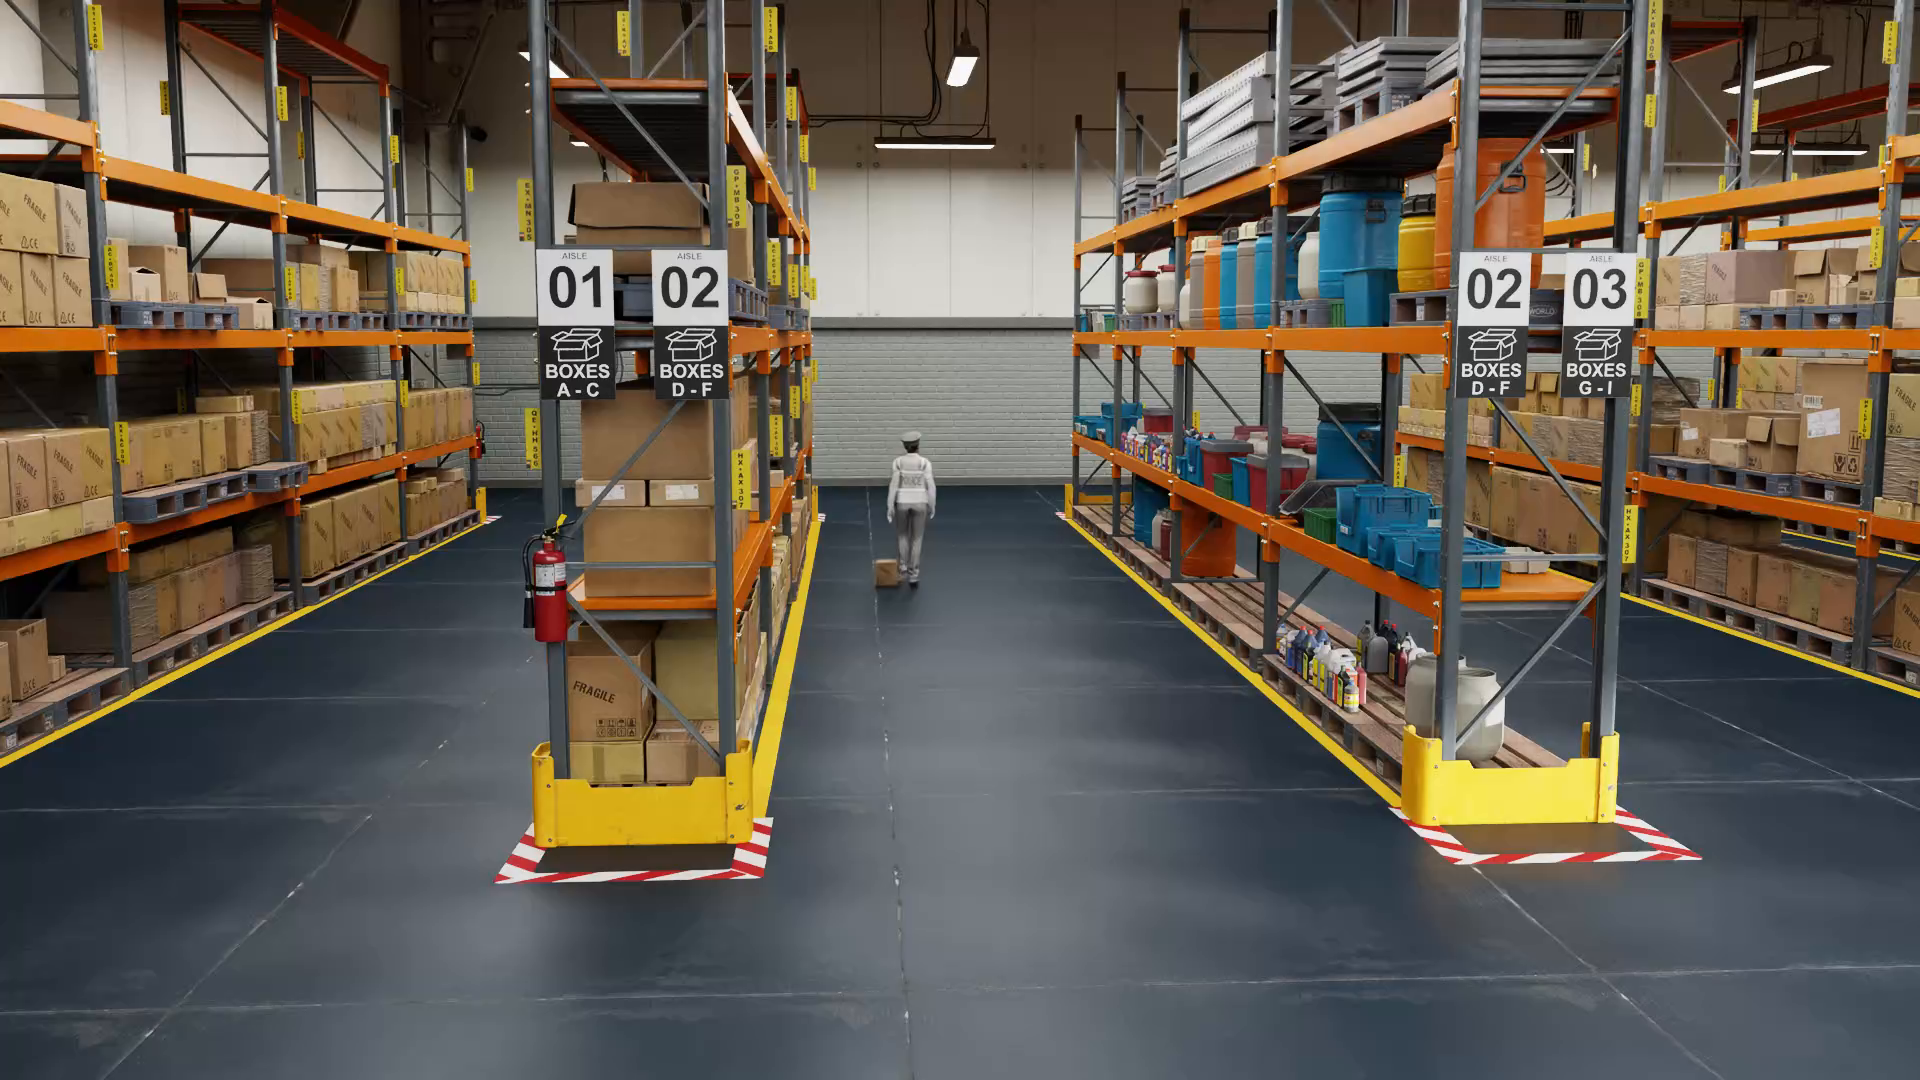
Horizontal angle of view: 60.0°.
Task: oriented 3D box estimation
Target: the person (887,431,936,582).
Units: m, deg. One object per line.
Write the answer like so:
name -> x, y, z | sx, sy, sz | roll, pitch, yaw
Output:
person -> -0.532, -0.348, 18.483 | 0.532, 1.728, 0.506 | 1, 7, 8
